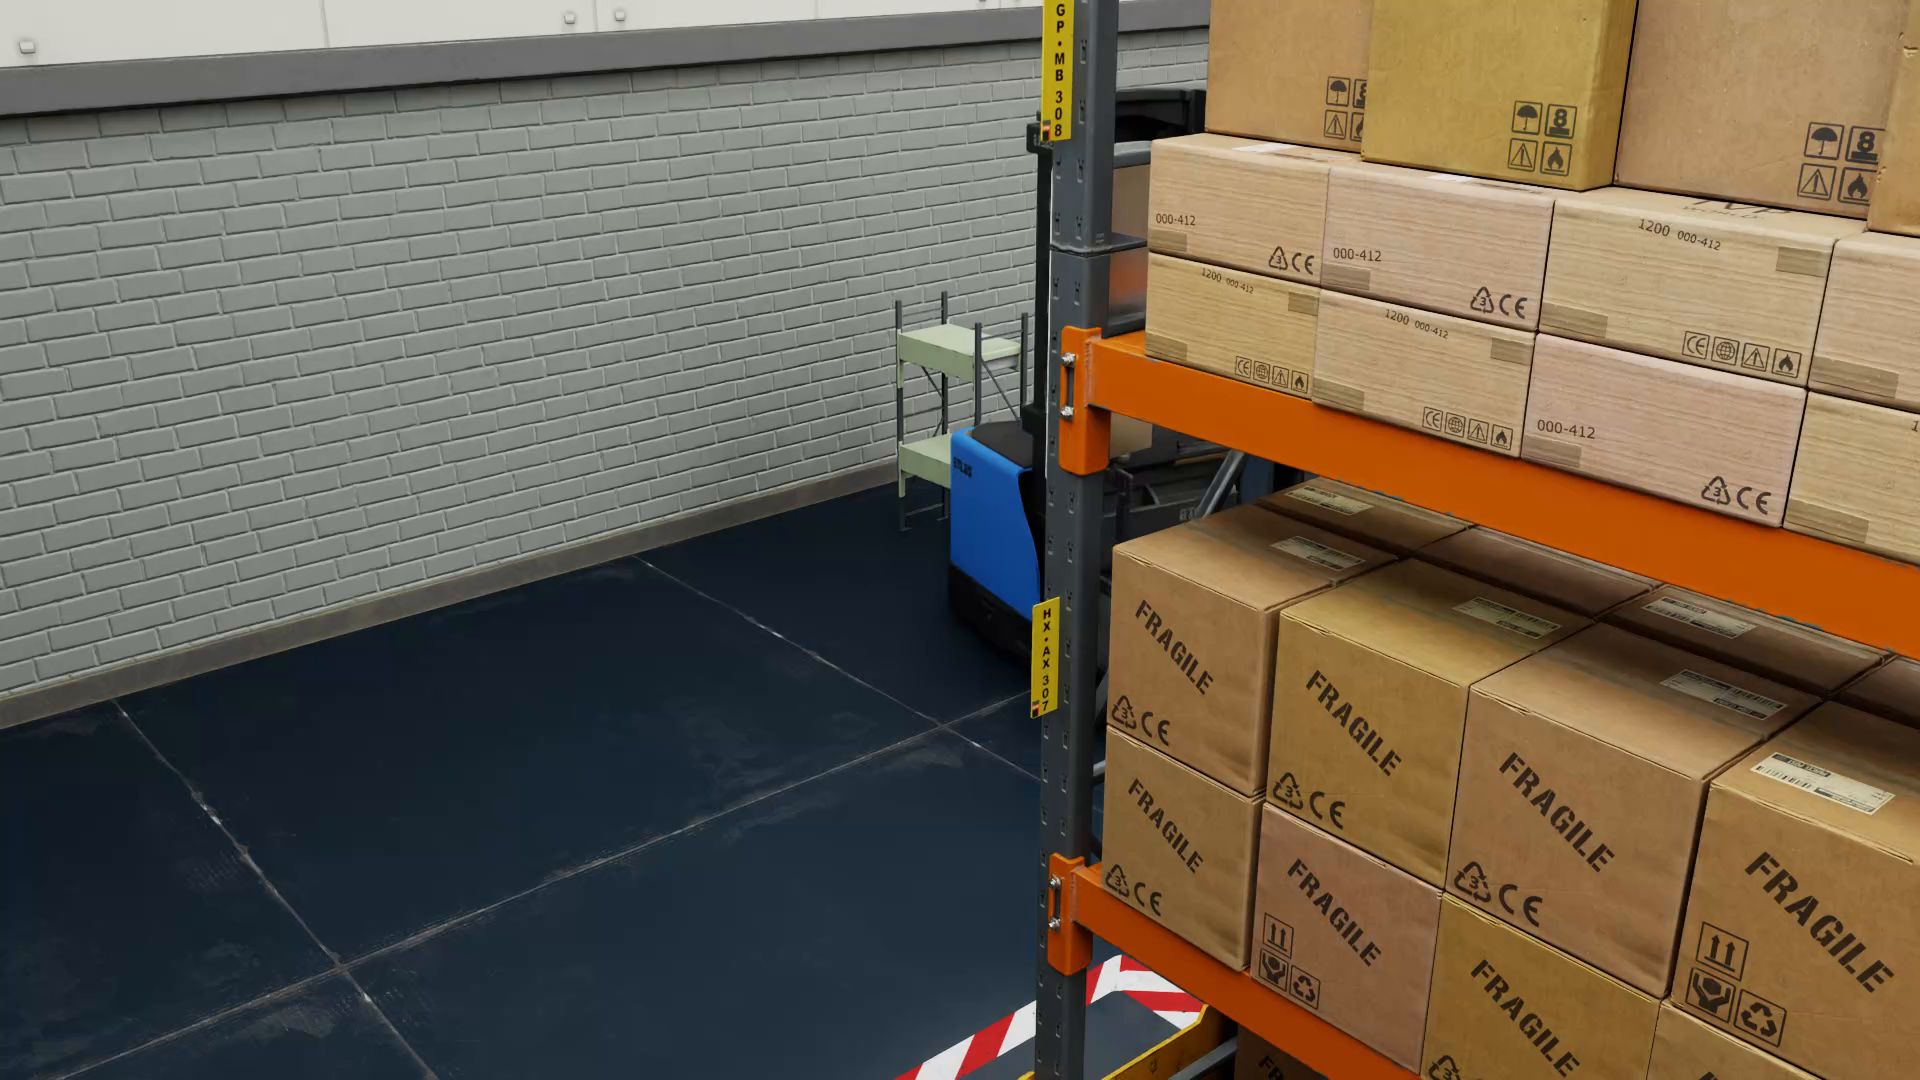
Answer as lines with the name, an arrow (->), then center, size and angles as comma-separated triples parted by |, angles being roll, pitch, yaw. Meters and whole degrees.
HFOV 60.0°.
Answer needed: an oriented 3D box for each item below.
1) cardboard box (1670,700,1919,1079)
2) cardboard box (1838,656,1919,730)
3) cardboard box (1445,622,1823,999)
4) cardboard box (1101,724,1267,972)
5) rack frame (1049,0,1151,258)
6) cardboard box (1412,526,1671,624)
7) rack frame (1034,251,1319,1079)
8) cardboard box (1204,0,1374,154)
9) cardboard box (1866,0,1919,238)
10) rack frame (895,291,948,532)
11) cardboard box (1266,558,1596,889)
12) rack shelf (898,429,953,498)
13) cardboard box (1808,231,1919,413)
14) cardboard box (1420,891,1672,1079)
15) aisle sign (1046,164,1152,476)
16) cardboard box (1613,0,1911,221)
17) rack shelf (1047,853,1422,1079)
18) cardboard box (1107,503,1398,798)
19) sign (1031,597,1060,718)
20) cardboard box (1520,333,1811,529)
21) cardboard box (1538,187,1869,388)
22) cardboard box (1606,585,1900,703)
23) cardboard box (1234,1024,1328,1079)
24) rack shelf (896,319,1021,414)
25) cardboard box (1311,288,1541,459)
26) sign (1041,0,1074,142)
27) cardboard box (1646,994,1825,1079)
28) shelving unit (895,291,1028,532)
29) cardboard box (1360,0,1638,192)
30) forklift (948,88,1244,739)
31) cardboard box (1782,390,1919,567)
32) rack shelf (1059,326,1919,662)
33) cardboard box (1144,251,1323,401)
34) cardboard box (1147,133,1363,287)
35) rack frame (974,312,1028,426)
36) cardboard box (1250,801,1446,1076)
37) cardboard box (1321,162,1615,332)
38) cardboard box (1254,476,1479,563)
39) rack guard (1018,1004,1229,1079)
cardboard box -> 1.730, 0.681, 3.125 | 0.500, 0.500, 0.500 | -18, 28, -38
cardboard box -> 2.145, 0.554, 3.449 | 0.500, 0.500, 0.500 | -16, 27, -36
cardboard box -> 1.398, 0.540, 3.483 | 0.500, 0.500, 0.500 | -17, 27, -37
cardboard box -> 0.728, 0.724, 4.386 | 0.500, 0.500, 0.500 | -17, 27, -36
rack frame -> 0.638, -2.208, 3.783 | 1.000, 3.000, 0.127 | -17, 27, -37
cardboard box -> 1.468, 0.270, 4.174 | 0.500, 0.500, 0.500 | -17, 27, -36
rack frame -> 0.638, 0.585, 4.877 | 1.000, 3.000, 0.127 | -17, 27, -37
cardboard box -> 0.986, -1.186, 3.777 | 0.700, 0.500, 0.500 | -17, 27, -37
cardboard box -> 1.912, -0.754, 2.676 | 0.700, 0.500, 0.500 | -17, 27, -37
rack frame -> -0.235, -0.798, 10.464 | 0.400, 1.500, 0.023 | -17, 27, -37
cardboard box -> 1.075, 0.401, 3.839 | 0.500, 0.500, 0.500 | -17, 27, -37
rack shelf -> 0.004, -0.393, 10.325 | 0.431, 0.370, 0.720 | -17, 27, -37
cardboard box -> 1.752, -0.355, 2.685 | 0.500, 0.250, 0.500 | -17, 27, -37
cardboard box -> 1.395, 1.005, 3.669 | 0.500, 0.500, 0.500 | -18, 27, -38
aisle sign -> 0.371, -0.574, 4.273 | 0.394, 0.787, 0.004 | -17, 27, -37
cardboard box -> 1.656, -0.915, 3.085 | 0.700, 0.500, 0.500 | -17, 27, -37
rack shelf -> 1.944, 1.473, 3.597 | 1.077, 0.370, 4.000 | -17, 27, -37
cardboard box -> 0.728, 0.258, 4.203 | 0.500, 0.500, 0.500 | -16, 27, -36
sign -> 0.227, 0.311, 4.389 | 0.100, 0.325, 0.005 | -17, 27, -37
cardboard box -> 1.425, -0.260, 3.128 | 0.500, 0.250, 0.500 | -17, 27, -37
cardboard box -> 1.429, -0.494, 3.040 | 0.500, 0.250, 0.500 | -17, 27, -37
cardboard box -> 1.810, 0.412, 3.811 | 0.500, 0.500, 0.500 | -17, 27, -36
cardboard box -> 1.180, 1.636, 5.019 | 0.500, 0.500, 0.500 | -17, 27, -37
rack shelf -> 0.004, -1.060, 10.063 | 0.431, 0.370, 0.720 | -17, 27, -37
cardboard box -> 1.098, -0.398, 3.480 | 0.500, 0.250, 0.500 | -17, 27, -37
sign -> 0.227, -1.089, 3.841 | 0.100, 0.325, 0.005 | -17, 27, -37
cardboard box -> 1.720, 1.143, 3.315 | 0.500, 0.500, 0.500 | -17, 27, -37
shelving unit -> 0.004, -0.696, 10.206 | 0.431, 1.500, 0.755 | -17, 27, -37
cardboard box -> 1.248, -1.027, 3.373 | 0.700, 0.500, 0.500 | -17, 27, -37
forklift -> 1.060, -0.574, 7.930 | 1.130, 2.935, 3.031 | -11, 24, -25
cardboard box -> 1.757, -0.124, 2.779 | 0.500, 0.250, 0.500 | -17, 27, -37
rack shelf -> 1.944, 0.076, 3.050 | 1.077, 0.370, 4.000 | -17, 27, -37
cardboard box -> 0.781, -0.539, 3.840 | 0.500, 0.250, 0.500 | -17, 27, -37
cardboard box -> 0.777, -0.771, 3.746 | 0.500, 0.250, 0.500 | -17, 27, -37
rack frame -> 0.243, -0.595, 9.948 | 0.400, 1.500, 0.023 | -17, 27, -37
cardboard box -> 1.069, 0.865, 4.025 | 0.500, 0.500, 0.500 | -18, 28, -38
cardboard box -> 1.098, -0.631, 3.389 | 0.500, 0.250, 0.500 | -17, 27, -37
cardboard box -> 1.137, 0.131, 4.530 | 0.500, 0.500, 0.500 | -18, 28, -38
rack guard -> 0.688, 1.770, 5.279 | 1.175, 0.500, 0.348 | -17, 27, -37
